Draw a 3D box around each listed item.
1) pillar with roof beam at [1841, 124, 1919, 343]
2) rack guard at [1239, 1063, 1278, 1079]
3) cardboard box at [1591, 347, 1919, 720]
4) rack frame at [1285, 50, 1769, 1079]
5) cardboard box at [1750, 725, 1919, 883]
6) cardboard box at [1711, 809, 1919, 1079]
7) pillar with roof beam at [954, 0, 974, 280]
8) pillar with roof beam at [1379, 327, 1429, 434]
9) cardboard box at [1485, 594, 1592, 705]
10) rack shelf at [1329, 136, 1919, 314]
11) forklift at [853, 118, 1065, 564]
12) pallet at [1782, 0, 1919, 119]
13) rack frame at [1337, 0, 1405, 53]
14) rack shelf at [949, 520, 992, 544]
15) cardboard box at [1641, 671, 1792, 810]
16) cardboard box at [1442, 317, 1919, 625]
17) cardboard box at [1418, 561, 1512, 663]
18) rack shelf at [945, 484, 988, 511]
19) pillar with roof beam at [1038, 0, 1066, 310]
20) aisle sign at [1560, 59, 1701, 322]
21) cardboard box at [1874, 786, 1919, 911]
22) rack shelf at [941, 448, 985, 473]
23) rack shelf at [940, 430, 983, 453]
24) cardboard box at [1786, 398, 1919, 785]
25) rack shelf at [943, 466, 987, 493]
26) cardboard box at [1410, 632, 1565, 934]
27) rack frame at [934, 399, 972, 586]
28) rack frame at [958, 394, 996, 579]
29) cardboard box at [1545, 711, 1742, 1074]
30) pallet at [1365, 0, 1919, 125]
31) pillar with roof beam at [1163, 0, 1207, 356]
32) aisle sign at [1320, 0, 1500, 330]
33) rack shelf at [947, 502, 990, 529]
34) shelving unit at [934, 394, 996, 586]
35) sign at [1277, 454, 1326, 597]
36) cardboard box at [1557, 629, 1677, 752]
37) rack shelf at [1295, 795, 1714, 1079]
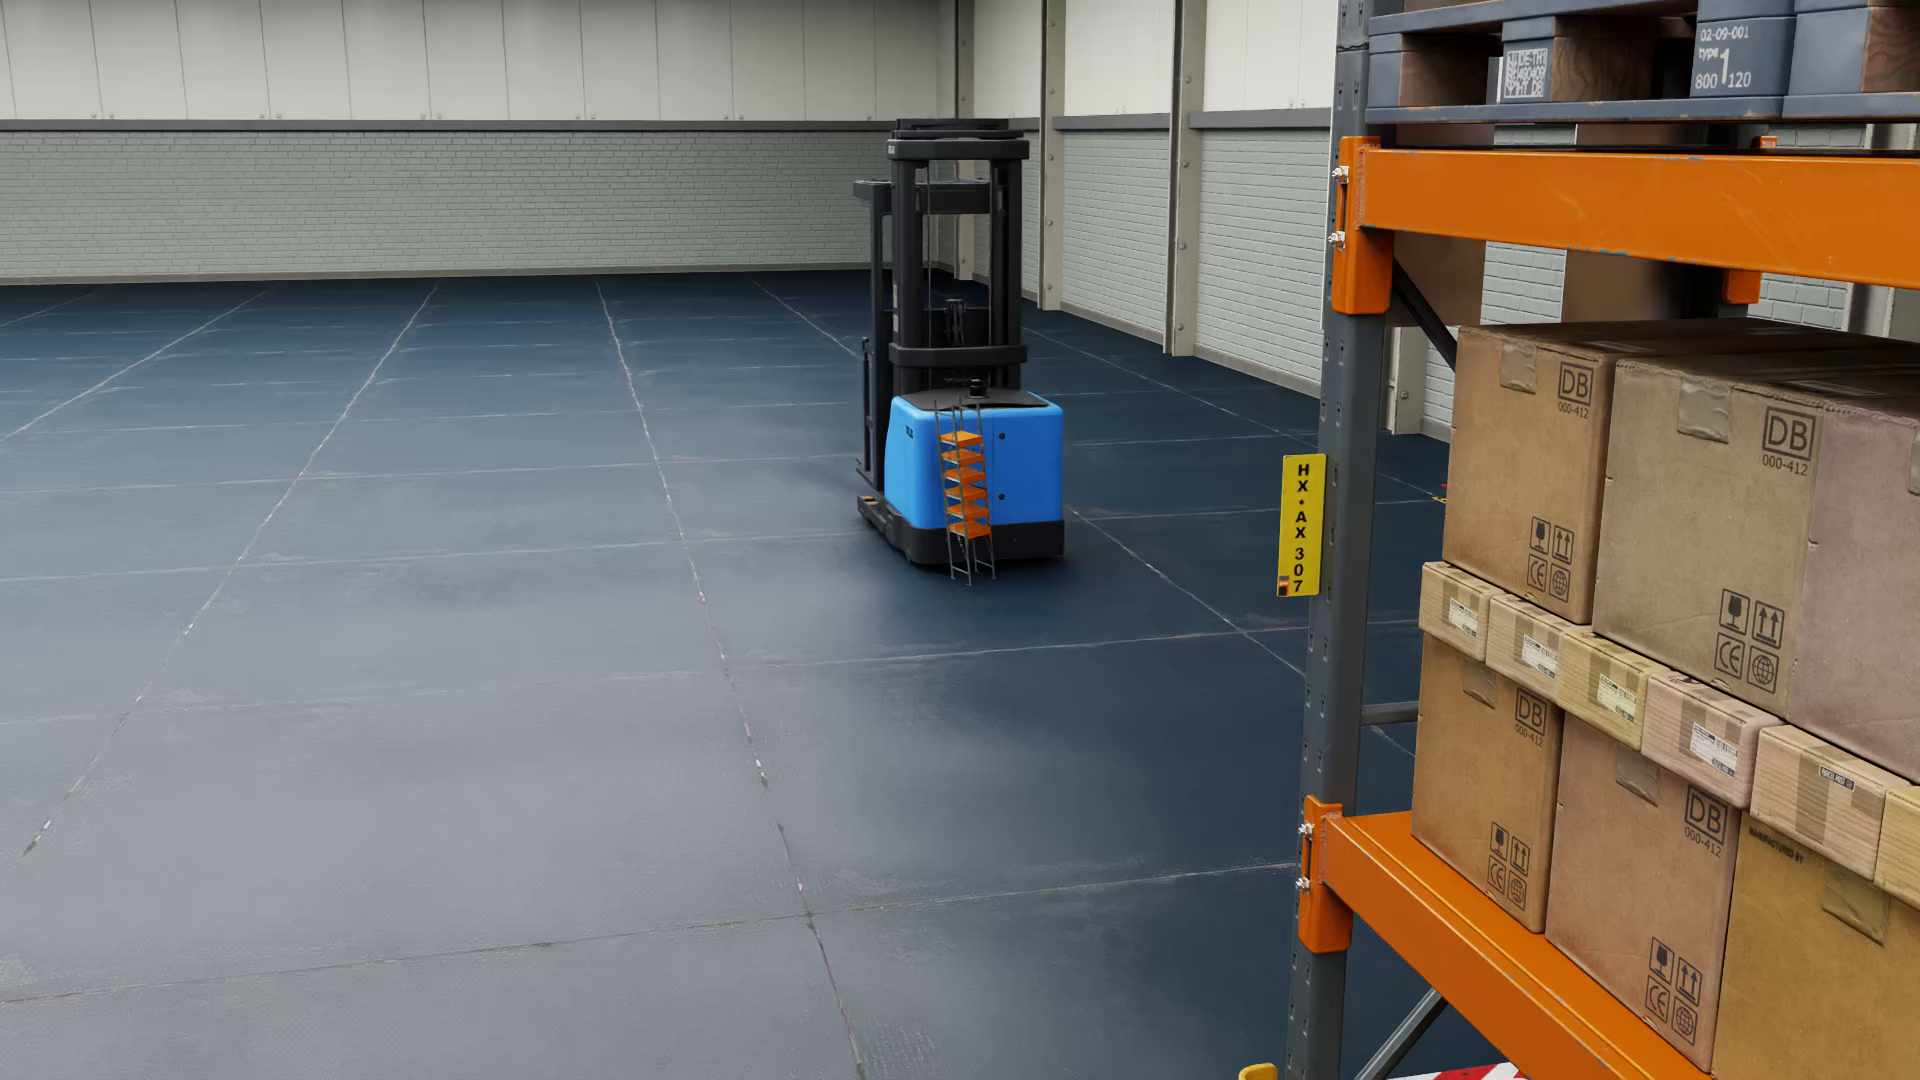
[{"bbox_3d":[1.535,-3.825,8.620,9.100,9.000,0.400,-3,14,-13],"label":"pillar with roof beam"},{"bbox_3d":[1.304,1.606,4.298,1.175,0.500,0.348,-3,14,-13],"label":"rack guard"},{"bbox_3d":[1.548,-0.039,2.824,0.700,0.500,0.500,-4,14,-15],"label":"cardboard box"},{"bbox_3d":[1.310,0.398,3.979,1.000,3.000,0.127,-3,14,-13],"label":"rack frame"},{"bbox_3d":[1.437,0.375,2.496,0.380,0.149,0.250,-4,14,-15],"label":"cardboard box"},{"bbox_3d":[1.646,0.693,2.558,0.700,0.500,0.500,-3,14,-13],"label":"cardboard box"},{"bbox_3d":[-4.101,-9.361,31.283,9.100,9.000,0.400,-3,14,-13],"label":"pillar with roof beam"},{"bbox_3d":[0.126,-5.209,14.286,9.100,9.000,0.400,-3,14,-13],"label":"pillar with roof beam"},{"bbox_3d":[1.257,0.197,3.222,0.380,0.149,0.250,-4,14,-15],"label":"cardboard box"},{"bbox_3d":[1.779,-0.249,1.820,1.077,0.370,4.000,-3,14,-13],"label":"rack shelf"},{"bbox_3d":[-0.154,-1.568,12.168,1.130,2.935,3.031,-3,14,-14],"label":"forklift"},{"bbox_3d":[1.741,-0.570,1.806,1.003,0.211,1.213,-3,14,-13],"label":"pallet"},{"bbox_3d":[1.310,-2.517,3.267,1.000,3.000,0.127,-3,14,-13],"label":"rack frame"},{"bbox_3d":[0.059,-0.047,10.752,0.180,0.103,0.258,-15,19,-29],"label":"rack shelf"},{"bbox_3d":[1.372,0.313,2.747,0.380,0.149,0.250,-4,14,-14],"label":"cardboard box"},{"bbox_3d":[1.419,-0.160,3.319,0.700,0.500,0.500,-3,14,-13],"label":"cardboard box"},{"bbox_3d":[1.193,0.137,3.471,0.380,0.149,0.250,-3,14,-14],"label":"cardboard box"},{"bbox_3d":[0.036,-0.276,10.683,0.180,0.103,0.258,-15,19,-29],"label":"rack shelf"},{"bbox_3d":[-2.692,-7.977,25.617,9.100,9.000,0.400,-3,14,-13],"label":"pillar with roof beam"},{"bbox_3d":[1.580,-0.897,3.800,0.394,0.787,0.004,-3,14,-13],"label":"aisle sign"},{"bbox_3d":[1.497,0.434,2.255,0.380,0.149,0.250,-3,14,-14],"label":"cardboard box"},{"bbox_3d":[0.013,-0.504,10.613,0.180,0.103,0.258,-15,19,-29],"label":"rack shelf"},{"bbox_3d":[0.001,-0.619,10.578,0.180,0.103,0.258,-15,19,-29],"label":"rack shelf"},{"bbox_3d":[1.667,0.077,2.348,0.700,0.500,0.500,-3,14,-13],"label":"cardboard box"},{"bbox_3d":[0.024,-0.390,10.648,0.180,0.103,0.258,-15,19,-29],"label":"rack shelf"},{"bbox_3d":[1.407,0.458,3.523,0.700,0.500,0.500,-3,14,-13],"label":"cardboard box"},{"bbox_3d":[-0.046,-0.297,10.626,0.006,1.200,0.240,-15,19,-29],"label":"rack frame"},{"bbox_3d":[0.109,-0.339,10.714,0.006,1.200,0.240,-15,19,-29],"label":"rack frame"},{"bbox_3d":[1.535,0.578,3.029,0.700,0.500,0.500,-3,14,-12],"label":"cardboard box"},{"bbox_3d":[1.451,-0.852,2.960,1.003,0.211,1.213,-3,14,-13],"label":"pallet"},{"bbox_3d":[-1.283,-6.593,19.952,9.100,9.000,0.400,-3,14,-13],"label":"pillar with roof beam"},{"bbox_3d":[0.997,-0.863,3.663,0.394,0.787,0.004,-3,14,-13],"label":"aisle sign"},{"bbox_3d":[0.047,-0.162,10.718,0.180,0.103,0.258,-15,19,-29],"label":"rack shelf"},{"bbox_3d":[0.032,-0.318,10.670,0.189,1.200,0.258,-15,19,-29],"label":"shelving unit"},{"bbox_3d":[0.769,-0.032,3.746,0.100,0.325,0.005,-3,14,-13],"label":"sign"},{"bbox_3d":[1.314,0.255,2.986,0.380,0.149,0.250,-3,14,-13],"label":"cardboard box"},{"bbox_3d":[1.779,1.209,2.176,1.077,0.370,4.000,-3,14,-13],"label":"rack shelf"}]
